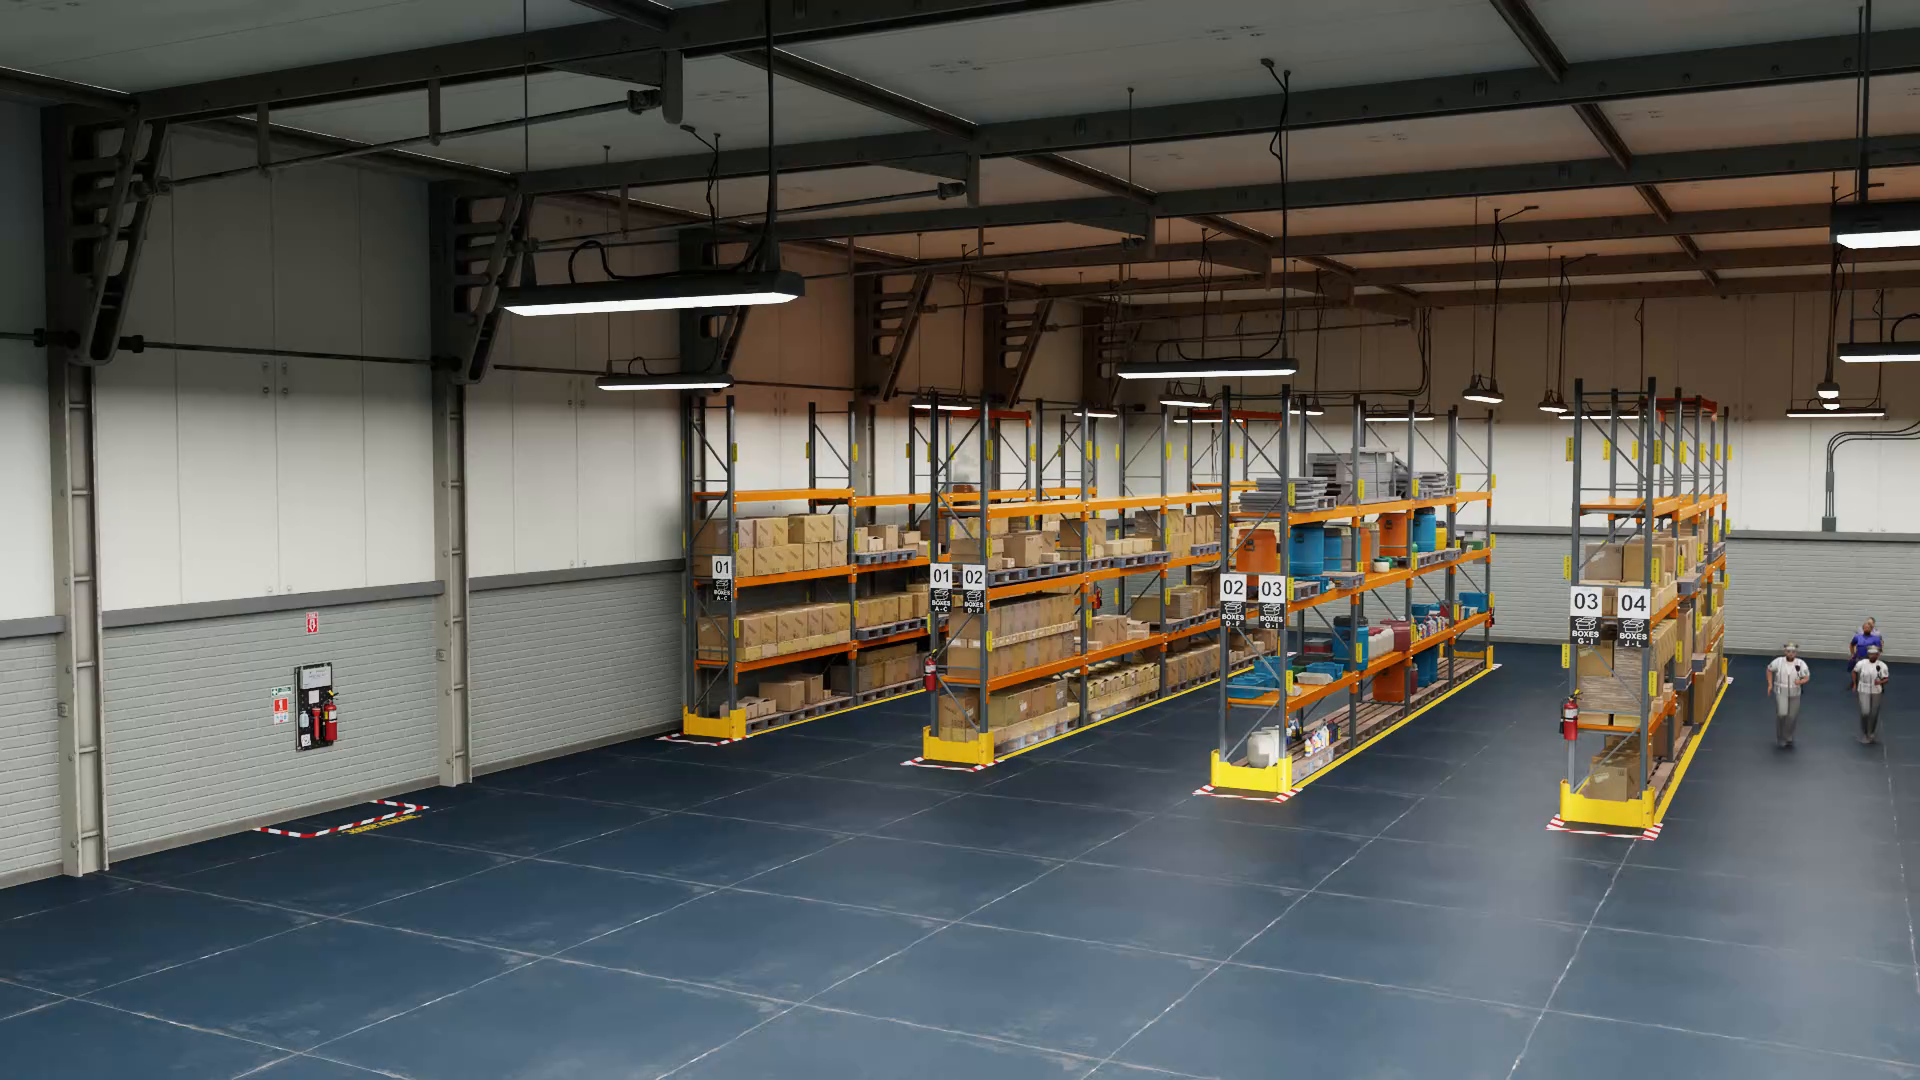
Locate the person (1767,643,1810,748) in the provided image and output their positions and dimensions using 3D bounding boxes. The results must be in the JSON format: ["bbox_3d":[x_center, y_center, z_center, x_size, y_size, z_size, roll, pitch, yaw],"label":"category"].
[{"bbox_3d":[14.086,2.641,28.272,0.627,1.815,0.826,1,3,18],"label":"person"}]

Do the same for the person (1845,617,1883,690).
[{"bbox_3d":[19.098,2.384,35.069,0.582,1.555,0.693,-3,4,-41],"label":"person"}]

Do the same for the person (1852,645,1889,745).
[{"bbox_3d":[15.658,2.661,28.596,0.536,1.726,0.801,1,3,23],"label":"person"}]

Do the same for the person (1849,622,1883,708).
[{"bbox_3d":[17.781,2.442,32.641,0.574,1.632,0.921,2,3,27],"label":"person"}]
